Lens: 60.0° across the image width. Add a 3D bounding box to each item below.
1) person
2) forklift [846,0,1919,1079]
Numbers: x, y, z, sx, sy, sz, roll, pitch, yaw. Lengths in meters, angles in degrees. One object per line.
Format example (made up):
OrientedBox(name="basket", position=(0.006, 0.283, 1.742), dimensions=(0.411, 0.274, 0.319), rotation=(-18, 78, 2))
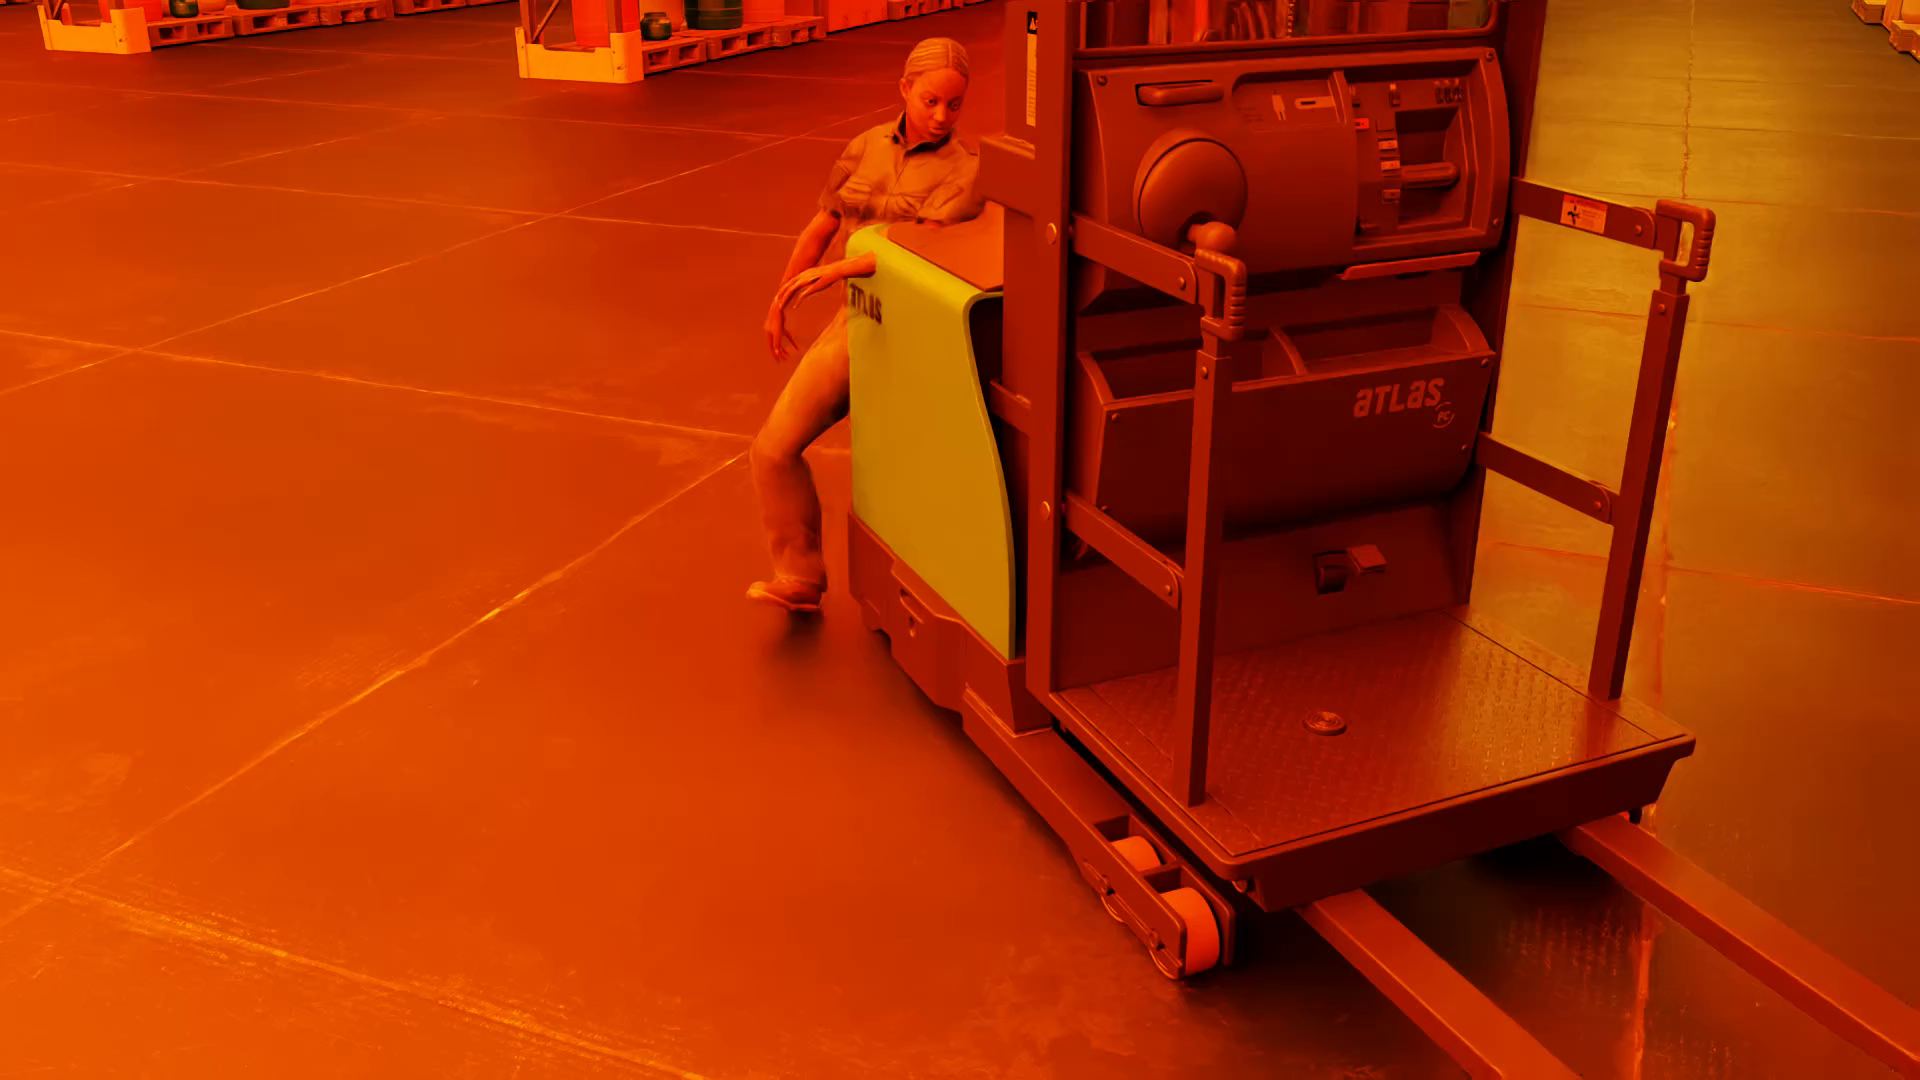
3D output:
OrientedBox(name="person", position=(-0.208, -0.528, 4.412), dimensions=(0.743, 1.532, 0.879), rotation=(9, 24, 20))
OrientedBox(name="forklift", position=(0.757, -0.719, 3.013), dimensions=(1.130, 2.935, 3.031), rotation=(-10, 25, -22))
